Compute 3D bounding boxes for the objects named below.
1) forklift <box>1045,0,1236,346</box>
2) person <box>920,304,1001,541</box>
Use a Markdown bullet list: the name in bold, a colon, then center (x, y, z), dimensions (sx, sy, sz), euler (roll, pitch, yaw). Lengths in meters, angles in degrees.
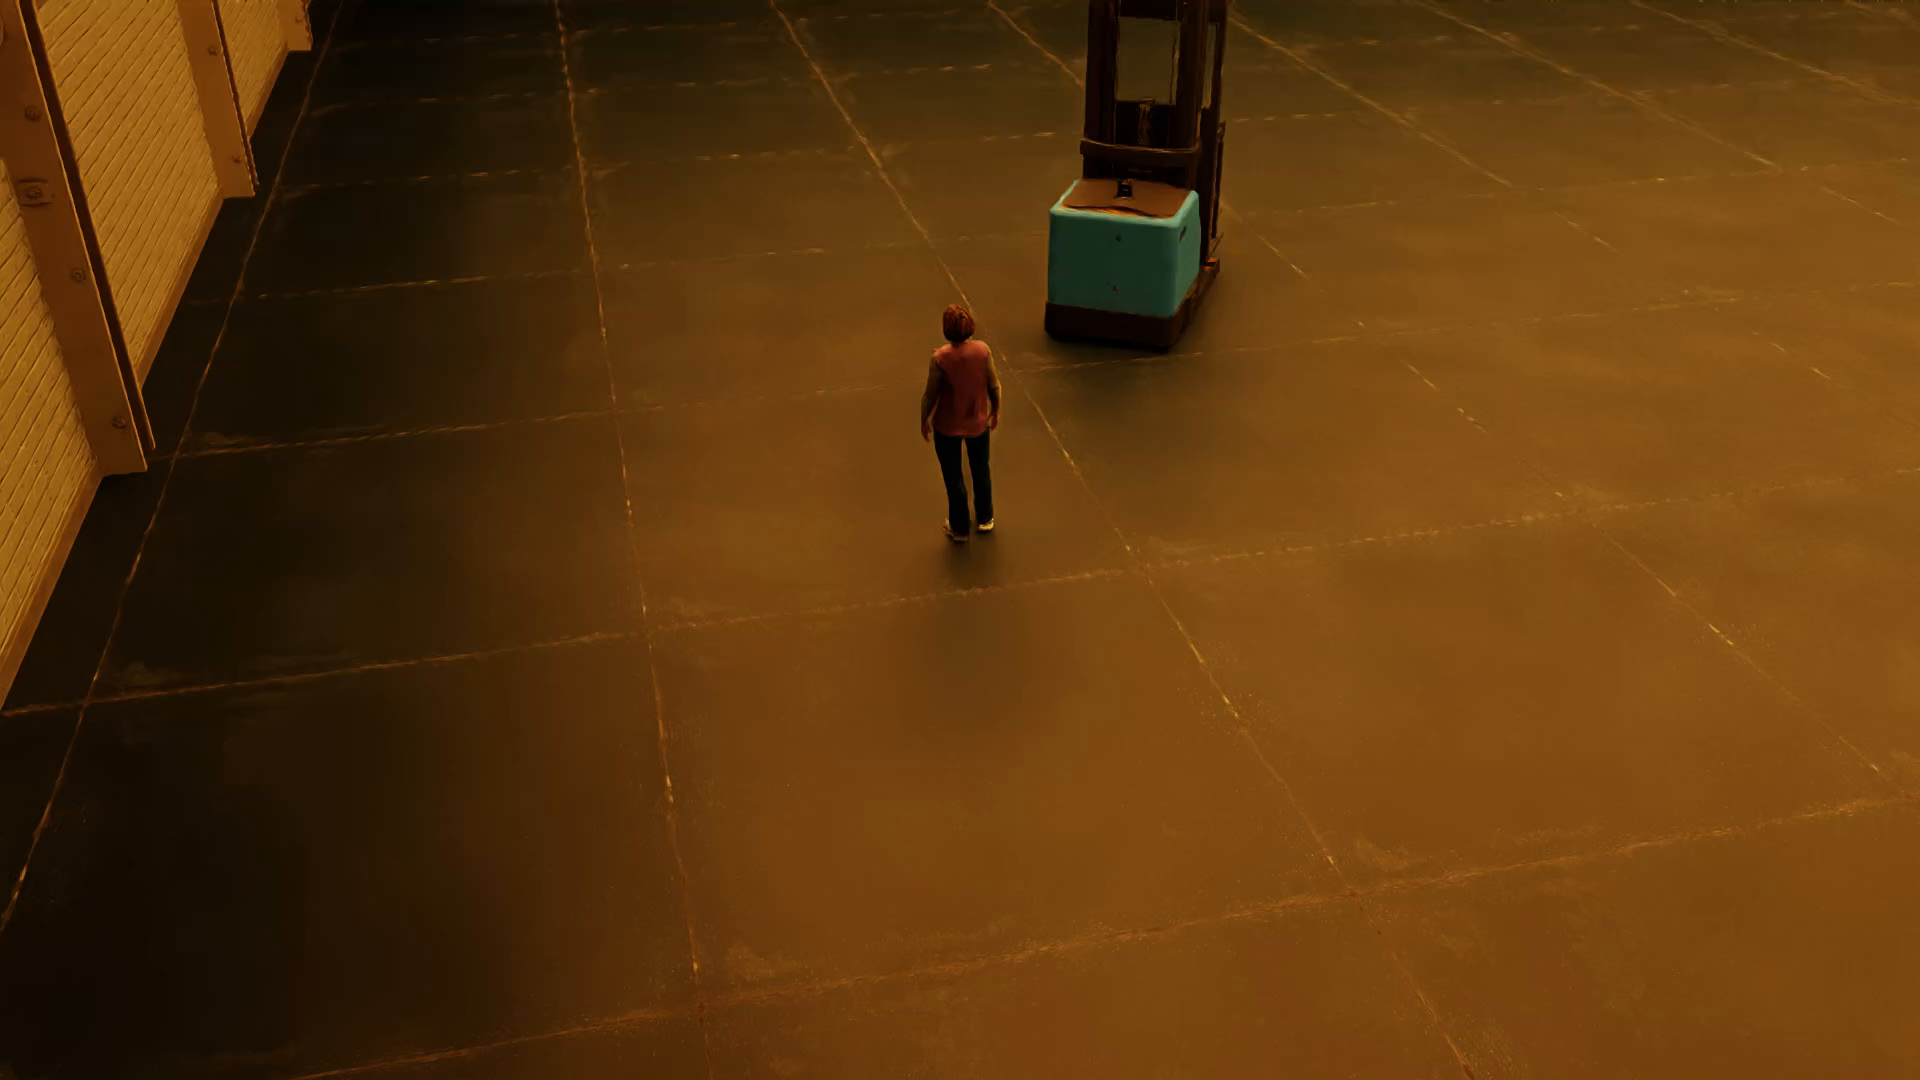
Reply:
- **forklift**: center (1.626, -3.511, 13.639), dimensions (1.130, 2.935, 3.031), euler (9, 31, 16)
- **person**: center (-0.004, -0.734, 10.162), dimensions (0.520, 1.594, 0.474), euler (-7, 31, -12)
